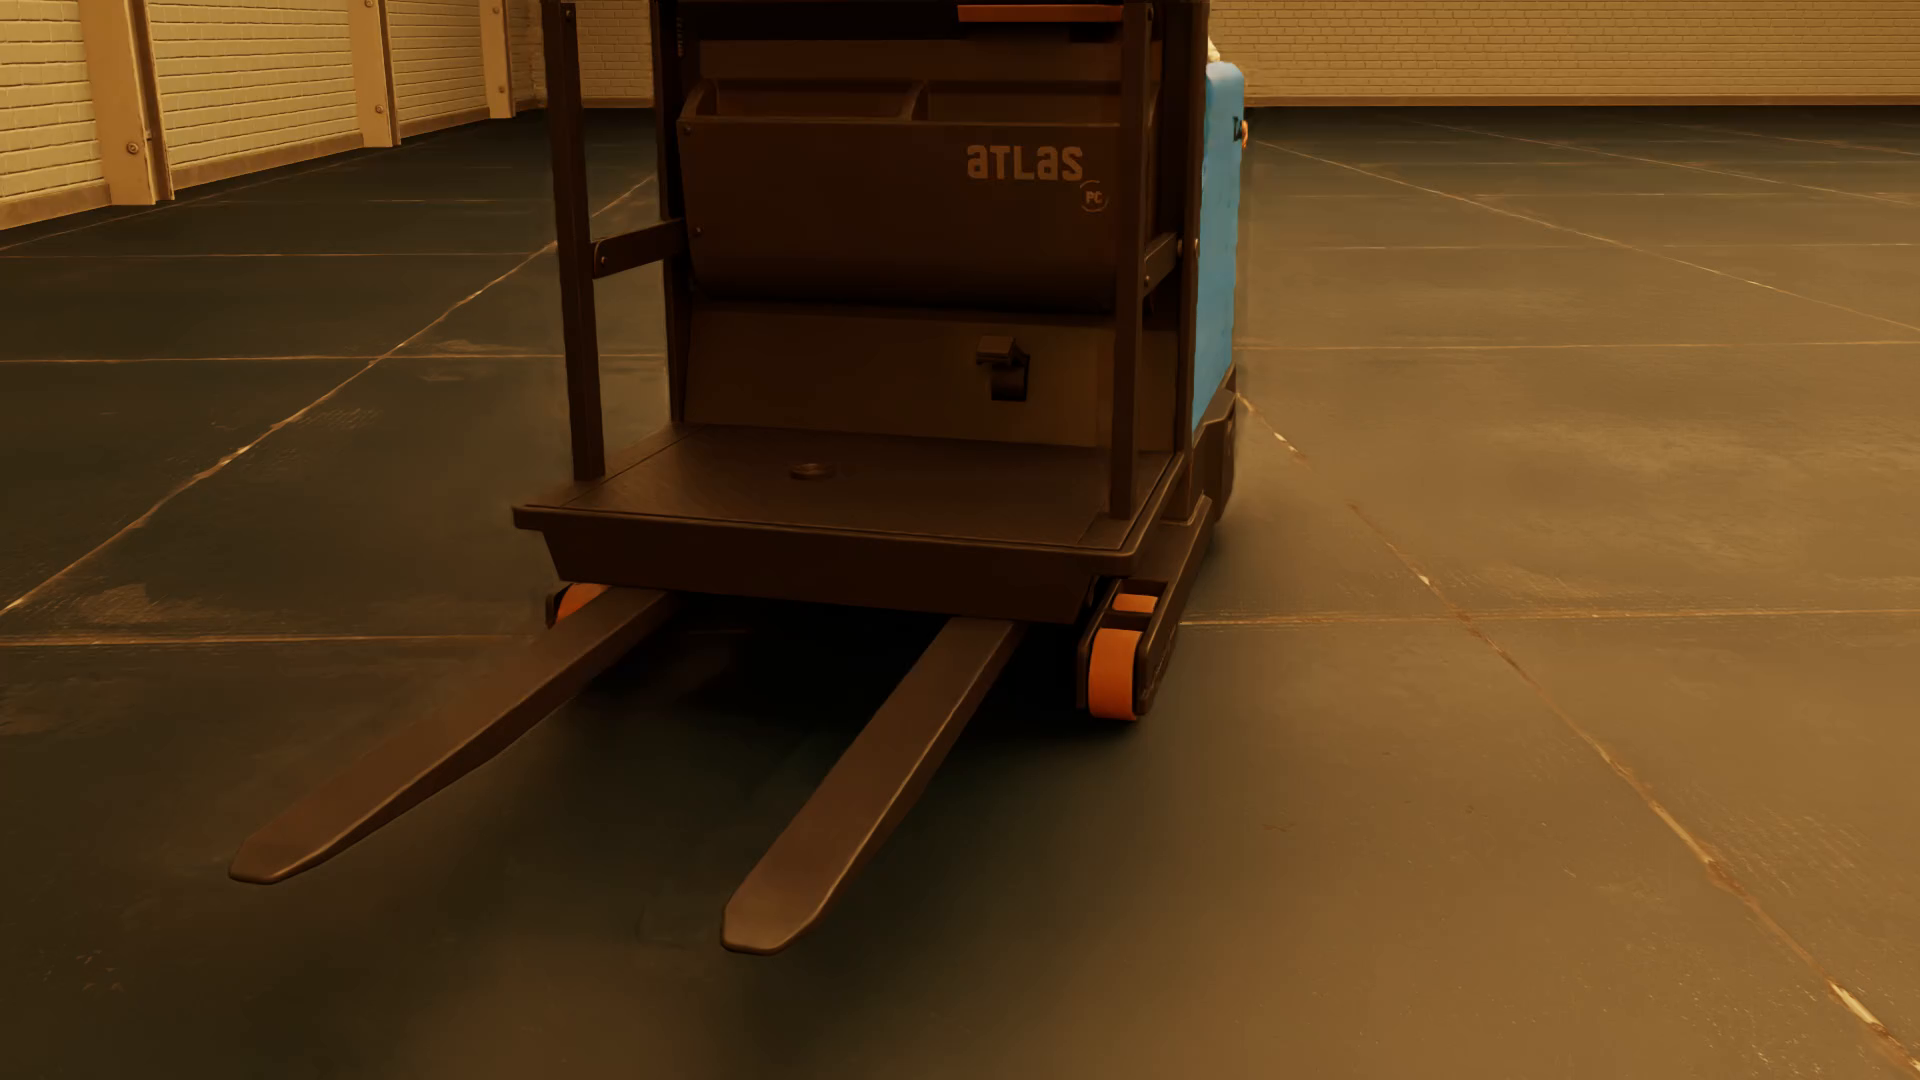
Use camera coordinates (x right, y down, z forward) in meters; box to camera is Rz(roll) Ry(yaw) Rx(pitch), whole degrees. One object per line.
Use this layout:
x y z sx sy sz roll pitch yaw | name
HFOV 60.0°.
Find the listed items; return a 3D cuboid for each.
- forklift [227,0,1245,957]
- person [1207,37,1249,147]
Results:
-0.137 -1.209 2.860 1.130 2.935 3.031 4 18 14 | forklift
0.695 -1.624 6.563 0.812 1.579 0.703 -3 17 -11 | person
